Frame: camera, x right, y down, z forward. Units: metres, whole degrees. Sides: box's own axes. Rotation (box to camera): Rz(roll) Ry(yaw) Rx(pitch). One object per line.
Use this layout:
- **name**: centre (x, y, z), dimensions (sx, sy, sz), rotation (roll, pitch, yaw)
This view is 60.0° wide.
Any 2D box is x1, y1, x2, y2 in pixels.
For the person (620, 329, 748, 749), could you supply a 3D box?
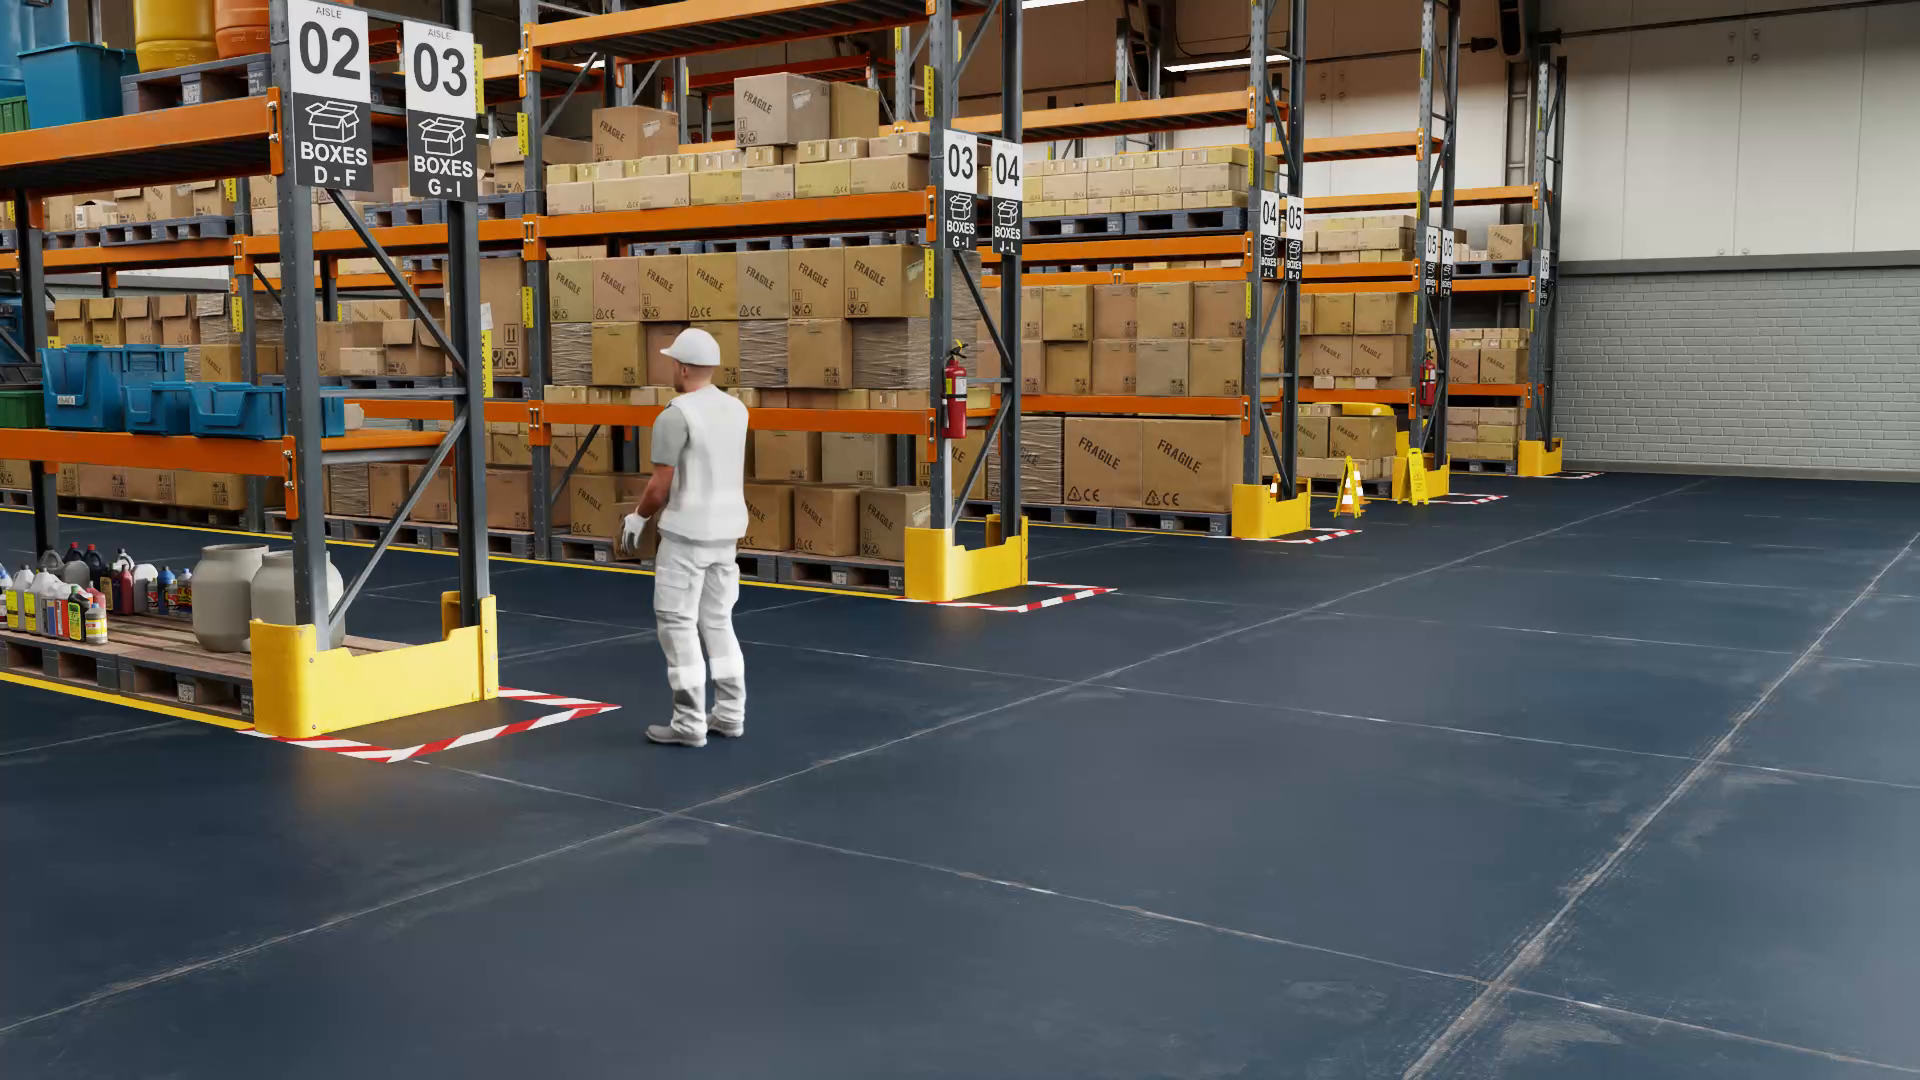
- **person**: centre (-1.187, -0.015, 7.231), dimensions (0.498, 1.794, 0.529), rotation (4, 7, 33)
